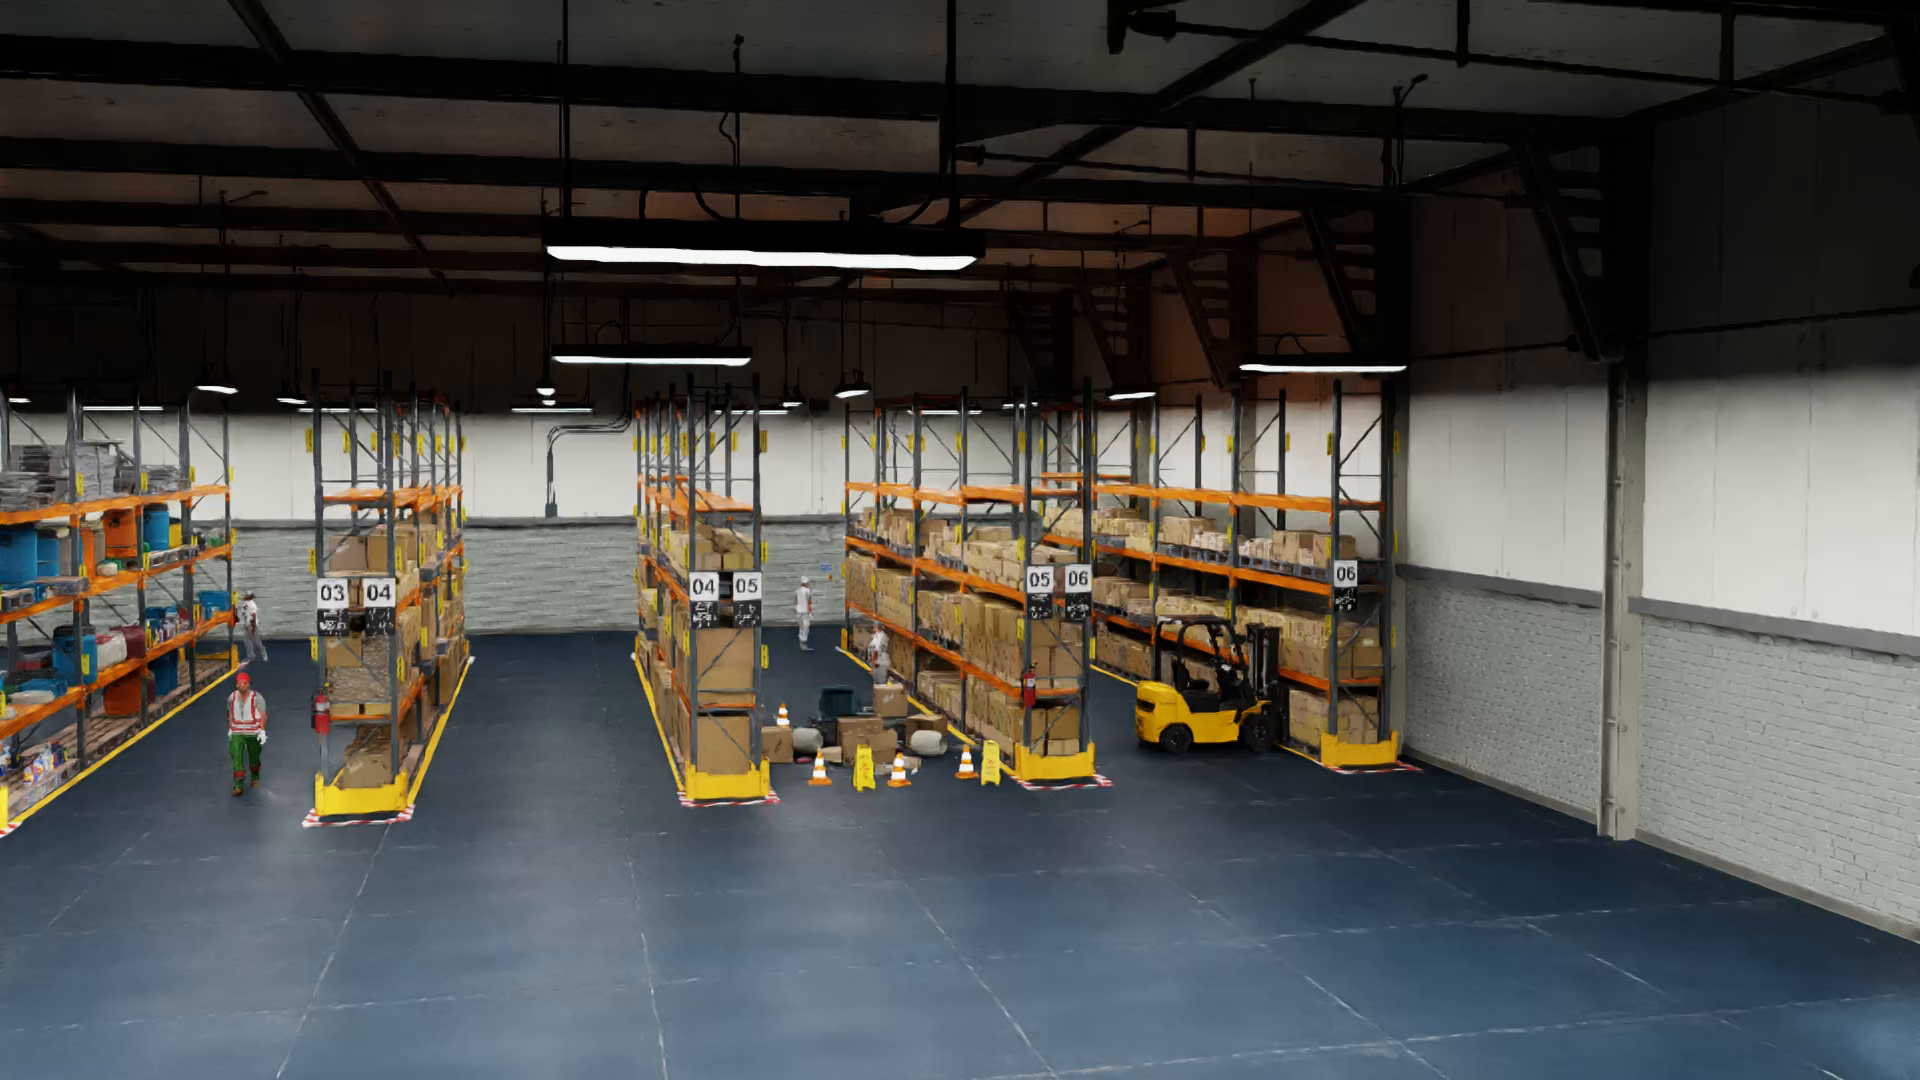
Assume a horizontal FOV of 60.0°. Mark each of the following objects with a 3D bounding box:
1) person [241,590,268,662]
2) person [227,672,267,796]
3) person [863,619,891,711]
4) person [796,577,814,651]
[{"bbox_3d":[-16.225,1.973,38.244,0.534,1.667,0.572,-3,4,-41],"label":"person"},{"bbox_3d":[-10.233,2.757,23.848,0.567,1.734,1.044,-1,3,-14],"label":"person"},{"bbox_3d":[-1.536,2.336,30.797,0.591,1.744,0.669,1,3,11],"label":"person"},{"bbox_3d":[-3.720,1.773,40.169,0.432,1.790,0.605,-3,4,-38],"label":"person"}]
